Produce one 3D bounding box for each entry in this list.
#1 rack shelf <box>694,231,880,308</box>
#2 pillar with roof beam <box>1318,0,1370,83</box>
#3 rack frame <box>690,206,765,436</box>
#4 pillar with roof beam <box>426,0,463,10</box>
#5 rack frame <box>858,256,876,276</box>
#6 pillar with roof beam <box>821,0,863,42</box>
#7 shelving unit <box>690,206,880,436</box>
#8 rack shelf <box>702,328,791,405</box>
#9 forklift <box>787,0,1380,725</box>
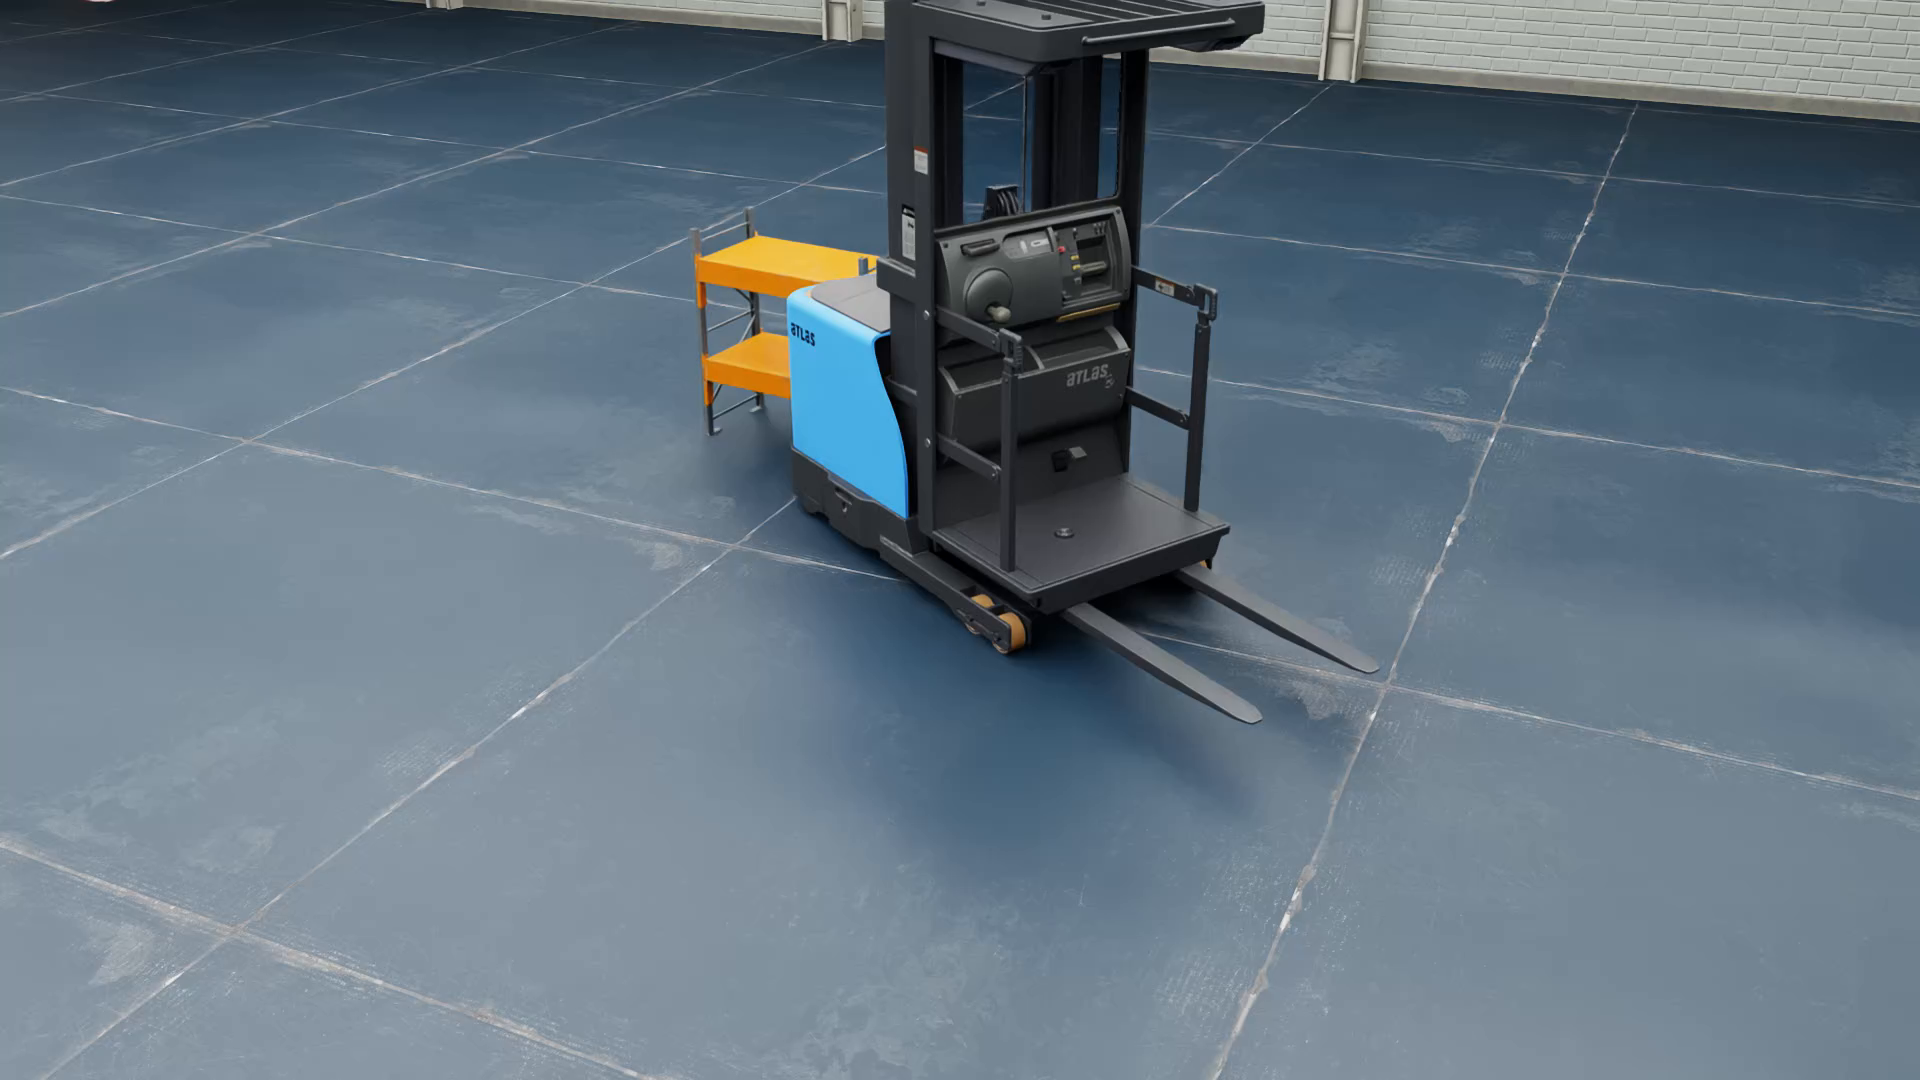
[{"bbox_3d":[-0.787,-1.308,8.470,1.000,0.278,0.538,14,30,27],"label":"rack shelf"},{"bbox_3d":[2.273,-7.232,12.252,0.400,9.000,9.100,11,28,22],"label":"pillar with roof beam"},{"bbox_3d":[-1.226,-1.159,8.830,0.032,1.125,0.500,14,30,27],"label":"rack frame"},{"bbox_3d":[-8.650,-9.426,16.708,0.400,9.000,9.100,11,28,22],"label":"pillar with roof beam"},{"bbox_3d":[-0.349,-0.932,8.369,0.032,1.125,0.500,14,30,27],"label":"rack frame"},{"bbox_3d":[-3.189,-8.329,14.480,0.400,9.000,9.100,11,28,22],"label":"pillar with roof beam"},{"bbox_3d":[-0.787,-1.045,8.599,1.048,1.125,0.538,14,30,27],"label":"shelving unit"},{"bbox_3d":[-0.787,-0.826,8.707,1.000,0.278,0.538,14,30,27],"label":"rack shelf"},{"bbox_3d":[0.442,-1.093,6.651,1.130,2.935,3.031,-17,31,-31],"label":"forklift"}]
